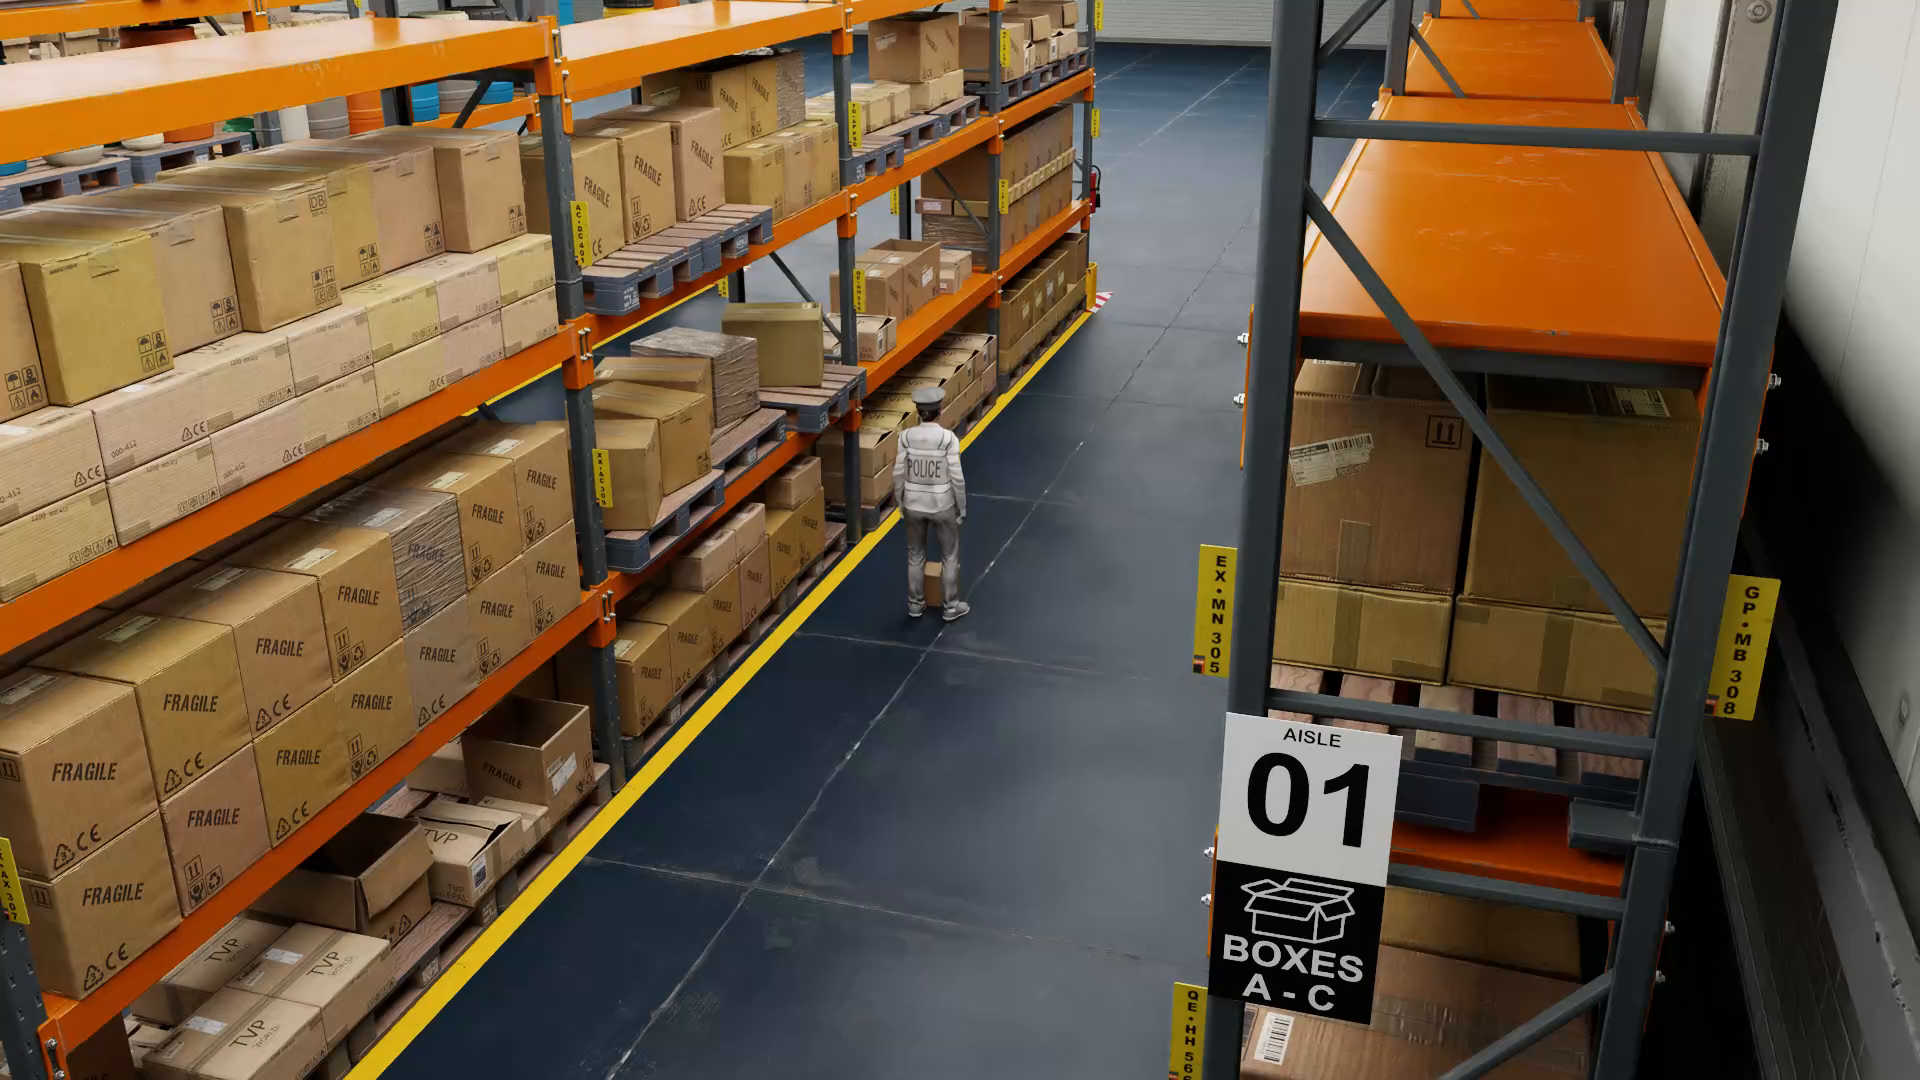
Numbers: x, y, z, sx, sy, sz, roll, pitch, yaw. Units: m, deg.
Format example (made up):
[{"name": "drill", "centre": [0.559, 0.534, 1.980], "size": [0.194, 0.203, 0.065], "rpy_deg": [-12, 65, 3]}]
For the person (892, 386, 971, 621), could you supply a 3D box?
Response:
[{"name": "person", "centre": [-0.202, -0.234, 11.663], "size": [0.525, 1.661, 0.376], "rpy_deg": [5, 23, 13]}]
